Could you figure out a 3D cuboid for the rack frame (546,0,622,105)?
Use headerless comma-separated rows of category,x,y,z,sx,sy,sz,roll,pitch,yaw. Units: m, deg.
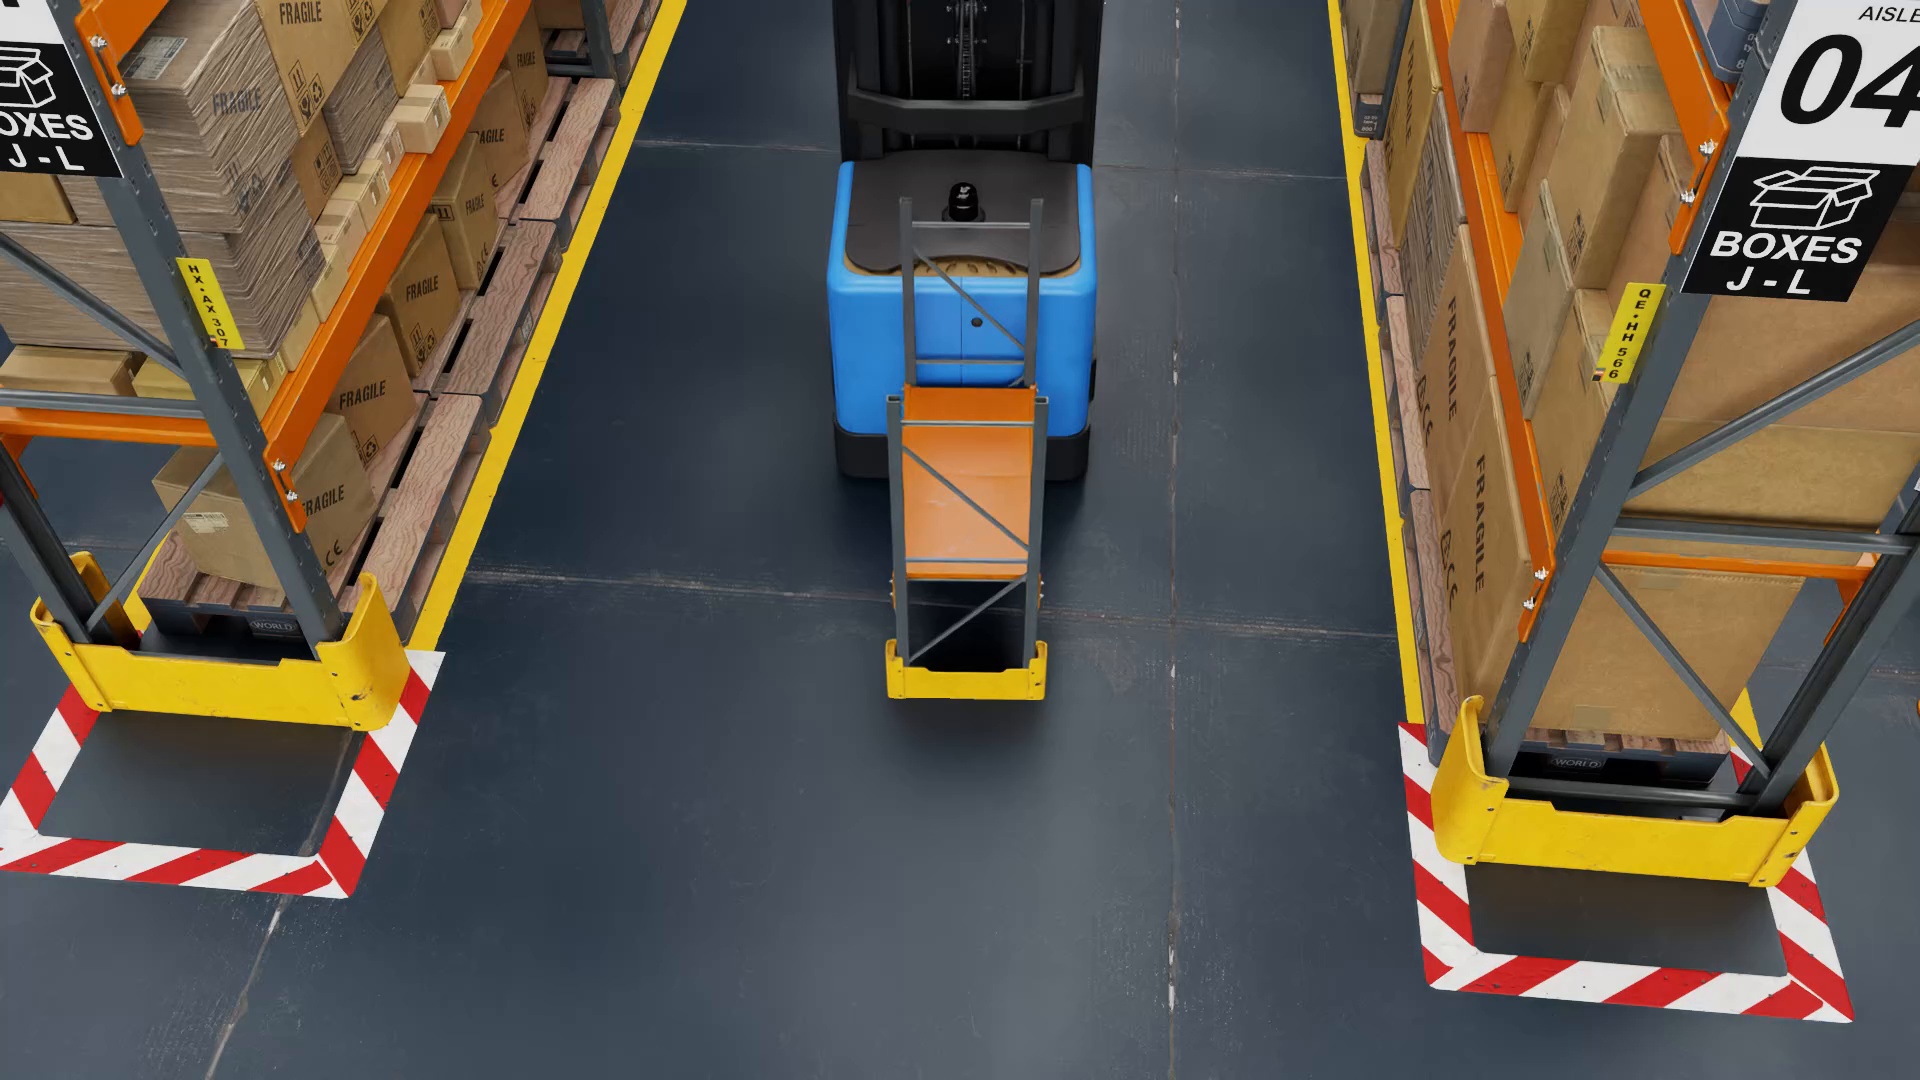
rack frame,-2.316,-3.355,7.786,1.000,3.000,0.127,4,48,4

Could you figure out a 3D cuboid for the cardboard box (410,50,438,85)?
cardboard box,-2.293,-1.813,6.546,0.380,0.149,0.250,4,48,4

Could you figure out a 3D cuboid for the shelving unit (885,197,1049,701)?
shelving unit,0.031,-0.309,6.016,0.587,1.500,1.083,1,48,1

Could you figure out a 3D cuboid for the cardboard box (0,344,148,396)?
cardboard box,-2.860,-0.555,5.395,0.380,0.149,0.250,4,48,4

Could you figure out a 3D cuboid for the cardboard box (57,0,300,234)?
cardboard box,-2.359,-1.273,4.935,0.500,0.500,0.500,4,48,4

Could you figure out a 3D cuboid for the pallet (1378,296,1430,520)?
pallet,2.359,-0.554,7.114,1.003,0.211,1.213,4,48,4

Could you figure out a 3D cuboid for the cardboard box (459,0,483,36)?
cardboard box,-2.206,-2.178,6.879,0.380,0.149,0.250,4,48,4

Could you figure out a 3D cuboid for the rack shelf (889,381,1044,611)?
rack shelf,0.031,-0.181,6.143,0.538,0.185,1.000,1,48,1

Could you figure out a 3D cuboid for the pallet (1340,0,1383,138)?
pallet,2.610,-2.578,8.965,1.003,0.211,1.213,4,48,4

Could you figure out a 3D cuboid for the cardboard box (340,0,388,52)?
cardboard box,-2.262,-2.008,5.607,0.500,0.500,0.500,4,48,4

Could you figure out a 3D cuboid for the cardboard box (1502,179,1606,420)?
cardboard box,2.267,-0.740,5.293,0.875,0.550,0.550,4,48,4

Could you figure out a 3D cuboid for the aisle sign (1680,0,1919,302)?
aisle sign,1.945,-0.854,3.736,0.394,0.787,0.004,4,48,4

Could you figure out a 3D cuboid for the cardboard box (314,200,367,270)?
cardboard box,-2.335,-1.075,5.871,0.380,0.149,0.250,4,48,4

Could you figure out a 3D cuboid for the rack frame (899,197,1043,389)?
rack frame,0.039,-0.677,6.353,0.500,1.500,0.032,1,48,1

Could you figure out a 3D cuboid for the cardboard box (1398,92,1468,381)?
cardboard box,2.409,-1.252,7.018,0.875,0.875,0.875,4,48,4

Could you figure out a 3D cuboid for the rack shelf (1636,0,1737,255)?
rack shelf,2.432,-2.247,5.227,1.077,0.370,4.000,4,48,4

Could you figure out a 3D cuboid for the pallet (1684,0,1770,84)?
pallet,2.307,-1.536,4.150,1.003,0.211,1.213,4,48,4

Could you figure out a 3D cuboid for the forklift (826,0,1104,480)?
forklift,0.036,-2.311,6.877,1.130,2.935,3.031,1,48,1

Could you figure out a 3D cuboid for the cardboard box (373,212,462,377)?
cardboard box,-2.510,-1.072,7.107,0.500,0.500,0.500,8,48,7

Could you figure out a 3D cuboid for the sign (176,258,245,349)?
sign,-2.140,-0.672,4.745,0.100,0.325,0.005,4,48,4

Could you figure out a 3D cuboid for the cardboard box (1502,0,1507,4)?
cardboard box,2.426,-2.294,5.982,0.875,0.550,0.550,4,48,4

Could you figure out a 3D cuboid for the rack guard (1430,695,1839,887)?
rack guard,2.248,0.853,5.631,1.175,0.500,0.348,4,48,4

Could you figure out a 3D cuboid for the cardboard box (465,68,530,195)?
cardboard box,-2.437,-1.941,7.902,0.500,0.500,0.500,18,50,16

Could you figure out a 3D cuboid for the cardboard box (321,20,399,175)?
cardboard box,-2.588,-1.692,5.996,0.875,0.500,0.500,4,48,4

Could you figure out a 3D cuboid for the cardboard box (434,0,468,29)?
cardboard box,-2.444,-2.424,6.665,0.875,0.500,0.500,4,48,4

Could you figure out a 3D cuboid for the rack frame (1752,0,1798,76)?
rack frame,2.250,-2.033,2.511,1.000,3.000,0.127,4,48,4

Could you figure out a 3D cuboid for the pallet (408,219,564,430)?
pallet,-2.450,-1.019,7.539,1.003,0.211,1.213,4,48,4

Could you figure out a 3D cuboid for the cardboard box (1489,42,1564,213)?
cardboard box,2.450,-1.535,6.020,0.875,0.550,0.500,4,48,4

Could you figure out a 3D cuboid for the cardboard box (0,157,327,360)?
cardboard box,-2.603,-0.952,5.319,0.875,0.500,0.500,4,48,4

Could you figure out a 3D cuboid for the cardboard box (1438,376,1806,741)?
cardboard box,2.246,0.064,5.814,0.875,0.875,0.875,4,48,4

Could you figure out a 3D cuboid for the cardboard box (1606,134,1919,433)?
cardboard box,2.322,-0.693,4.518,0.875,0.550,0.550,4,48,4

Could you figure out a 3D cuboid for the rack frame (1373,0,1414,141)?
rack frame,2.614,-2.948,7.413,1.000,3.000,0.127,4,48,4

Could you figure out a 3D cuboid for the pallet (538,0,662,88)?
pallet,-2.246,-2.986,9.338,1.003,0.211,1.213,4,48,4

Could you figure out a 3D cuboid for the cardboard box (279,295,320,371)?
cardboard box,-2.375,-0.707,5.534,0.380,0.149,0.250,4,48,4

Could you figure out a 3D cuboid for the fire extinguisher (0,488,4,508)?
fire extinguisher,-3.150,-0.337,5.078,0.296,0.674,0.183,4,48,4

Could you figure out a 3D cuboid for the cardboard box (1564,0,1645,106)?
cardboard box,2.467,-1.506,5.261,0.875,0.550,0.550,4,48,4

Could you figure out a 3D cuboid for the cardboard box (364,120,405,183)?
cardboard box,-2.310,-1.444,6.208,0.380,0.149,0.250,4,48,4

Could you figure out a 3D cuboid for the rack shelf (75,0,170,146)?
rack shelf,-2.498,-2.655,5.600,1.077,0.370,4.000,4,48,4

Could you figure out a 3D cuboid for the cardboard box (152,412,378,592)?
cardboard box,-2.607,-0.172,6.284,0.500,0.500,0.500,12,49,11
